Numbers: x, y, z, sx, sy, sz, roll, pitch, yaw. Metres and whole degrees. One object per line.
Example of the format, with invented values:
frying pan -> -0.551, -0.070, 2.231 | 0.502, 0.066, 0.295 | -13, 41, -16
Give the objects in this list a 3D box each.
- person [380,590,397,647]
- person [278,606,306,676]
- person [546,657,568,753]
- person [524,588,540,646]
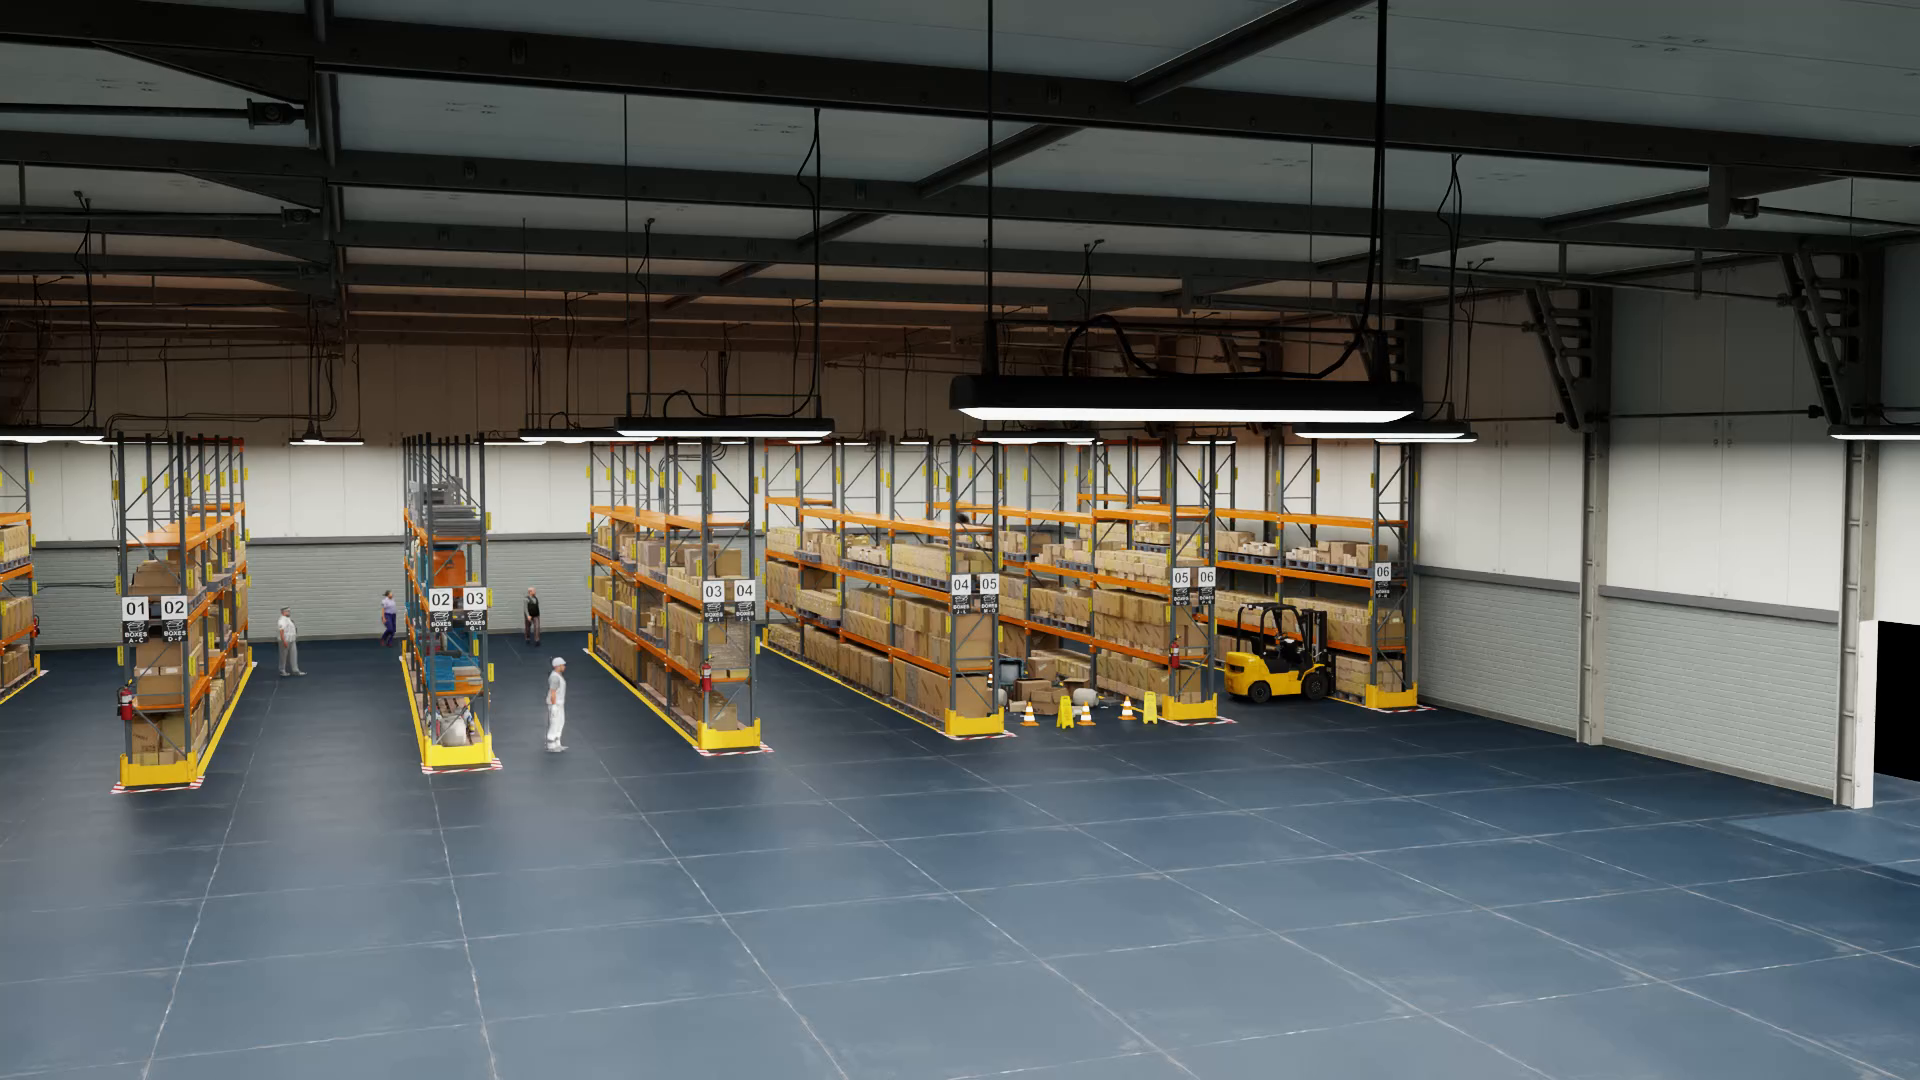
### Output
person -> -16.330, 2.246, 47.632 | 0.458, 1.642, 0.509 | 1, 3, 23
person -> -16.854, 2.541, 41.744 | 0.622, 1.750, 0.546 | 1, 3, 19
person -> -7.575, 3.097, 31.271 | 0.398, 1.787, 0.685 | 0, 3, -2
person -> -12.372, 2.209, 48.036 | 0.467, 1.659, 1.077 | -1, 3, -21
